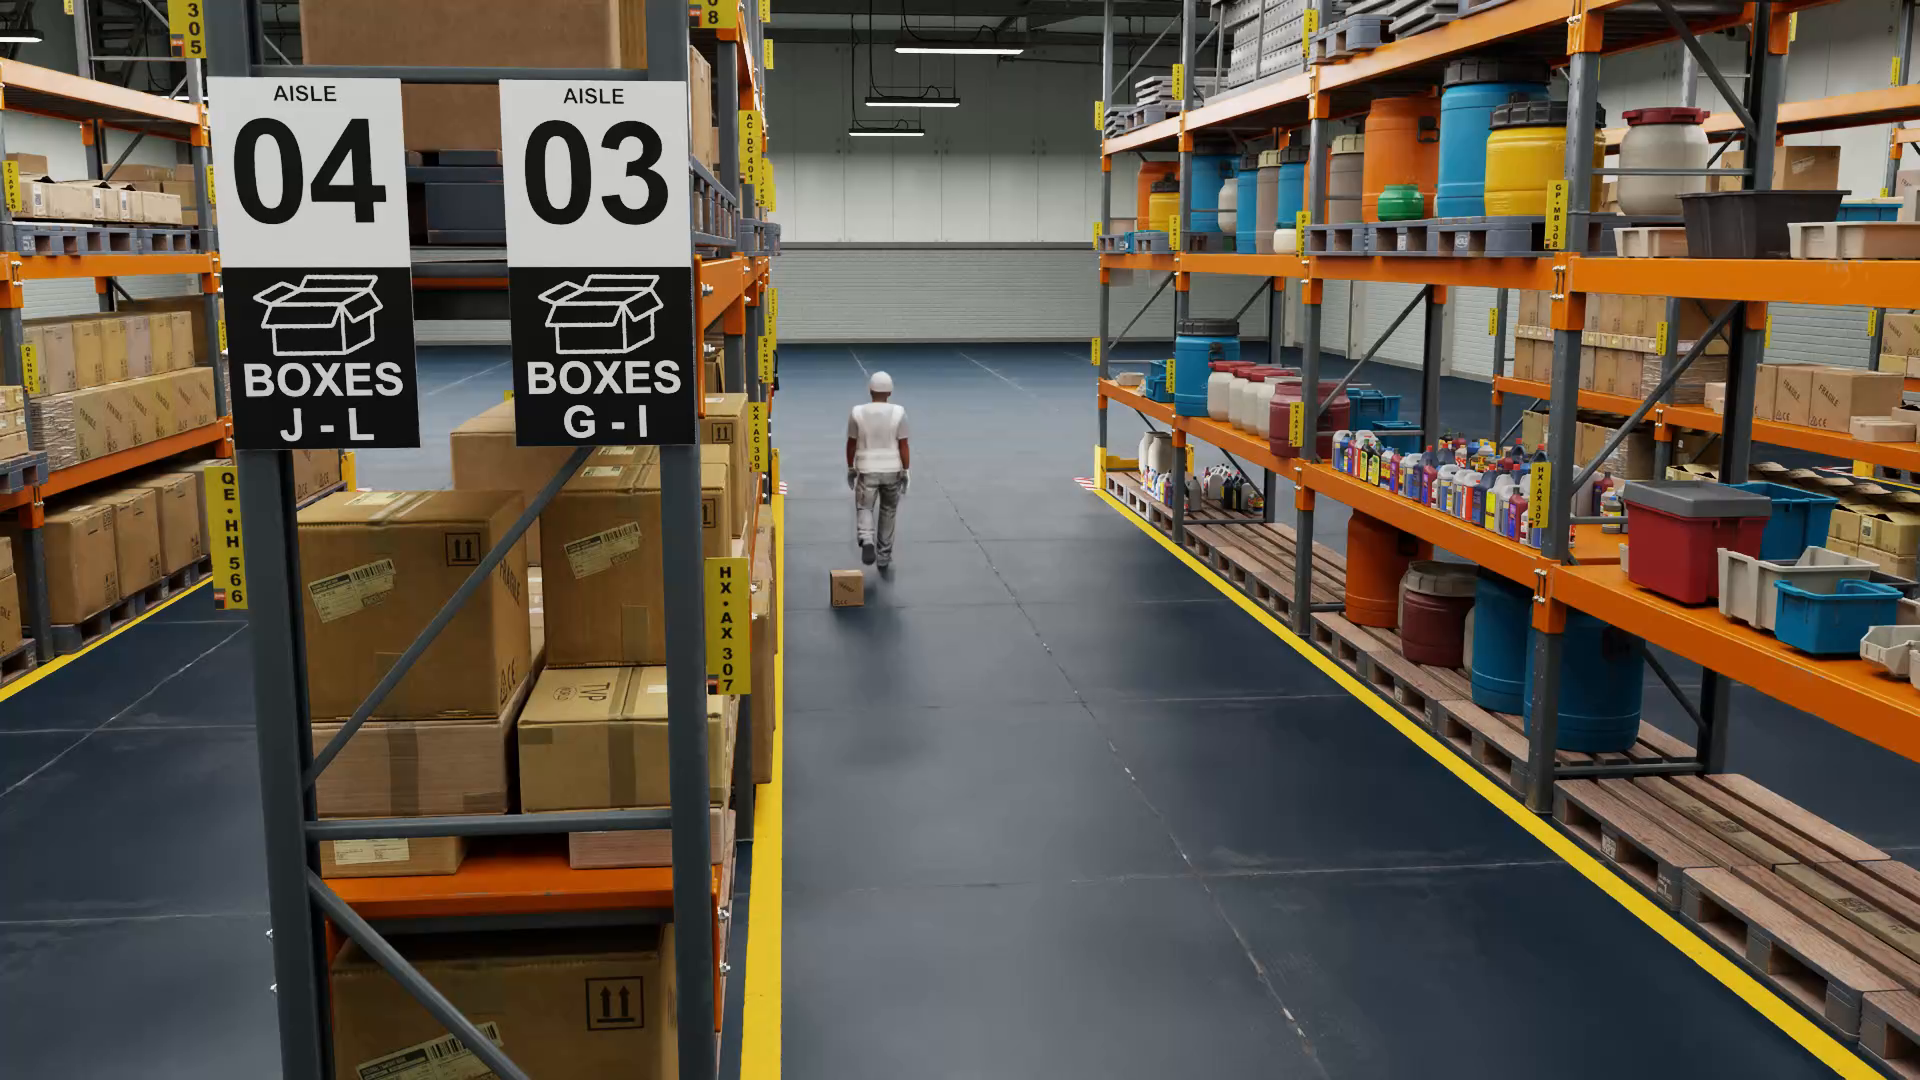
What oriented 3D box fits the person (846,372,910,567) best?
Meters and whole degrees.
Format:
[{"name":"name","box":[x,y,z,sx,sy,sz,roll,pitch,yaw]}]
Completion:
[{"name":"person","box":[-0.730,-0.610,14.783,0.566,1.765,0.794,0,10,-1]}]
